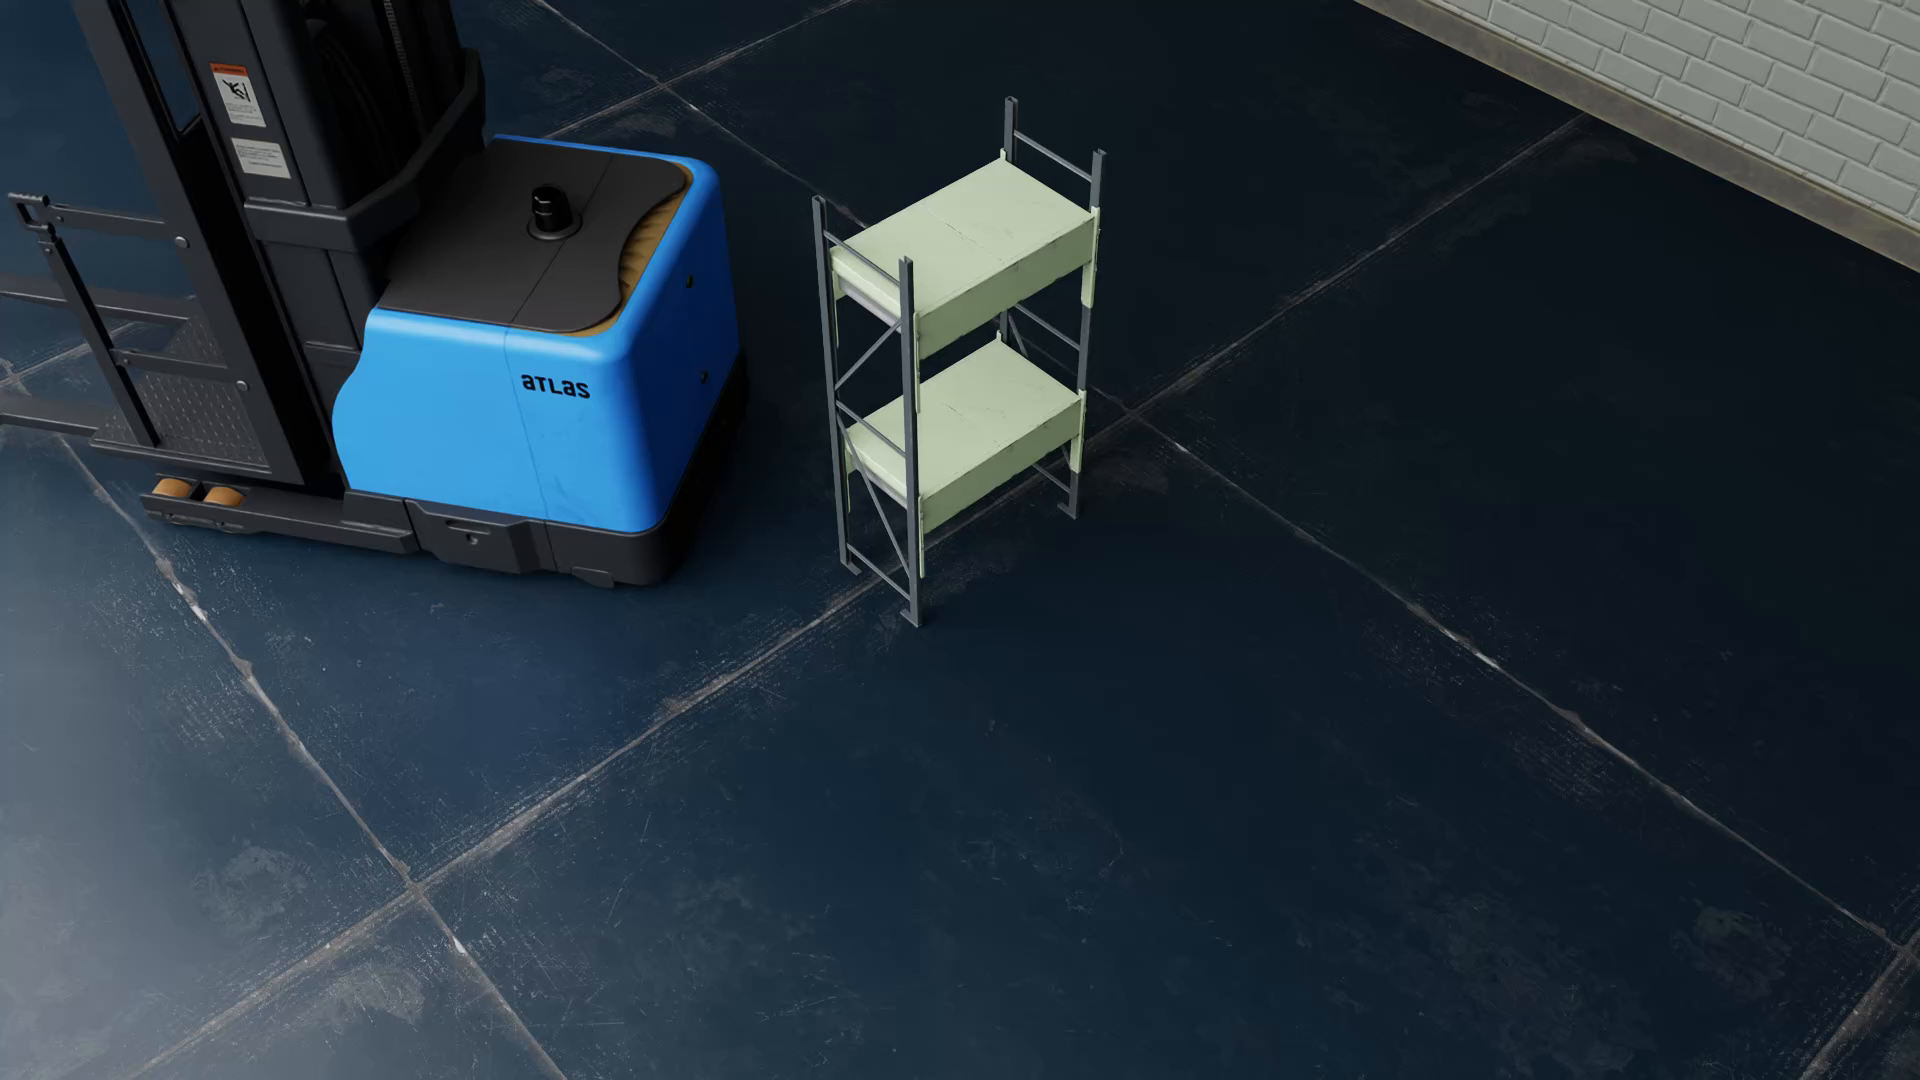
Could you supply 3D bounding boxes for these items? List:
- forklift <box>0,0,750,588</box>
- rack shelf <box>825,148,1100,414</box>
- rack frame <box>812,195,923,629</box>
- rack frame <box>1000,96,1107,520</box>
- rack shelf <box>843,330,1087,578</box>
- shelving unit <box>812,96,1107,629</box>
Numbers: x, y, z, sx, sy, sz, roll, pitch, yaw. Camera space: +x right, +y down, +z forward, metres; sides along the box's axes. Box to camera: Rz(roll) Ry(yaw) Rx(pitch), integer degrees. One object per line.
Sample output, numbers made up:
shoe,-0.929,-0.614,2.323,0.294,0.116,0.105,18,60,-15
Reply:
forklift,-2.345,-1.388,5.037,3.031,2.935,1.130,9,48,8
rack shelf,0.005,-0.777,4.915,0.720,0.370,0.431,-34,56,-27
rack frame,-0.266,-0.331,5.035,0.023,1.500,0.400,-34,56,-27
rack frame,0.276,-0.693,5.369,0.023,1.500,0.400,-34,56,-27
rack shelf,0.005,-0.291,5.441,0.720,0.370,0.431,-34,56,-27
shelving unit,0.005,-0.512,5.202,0.755,1.500,0.431,-34,56,-27
